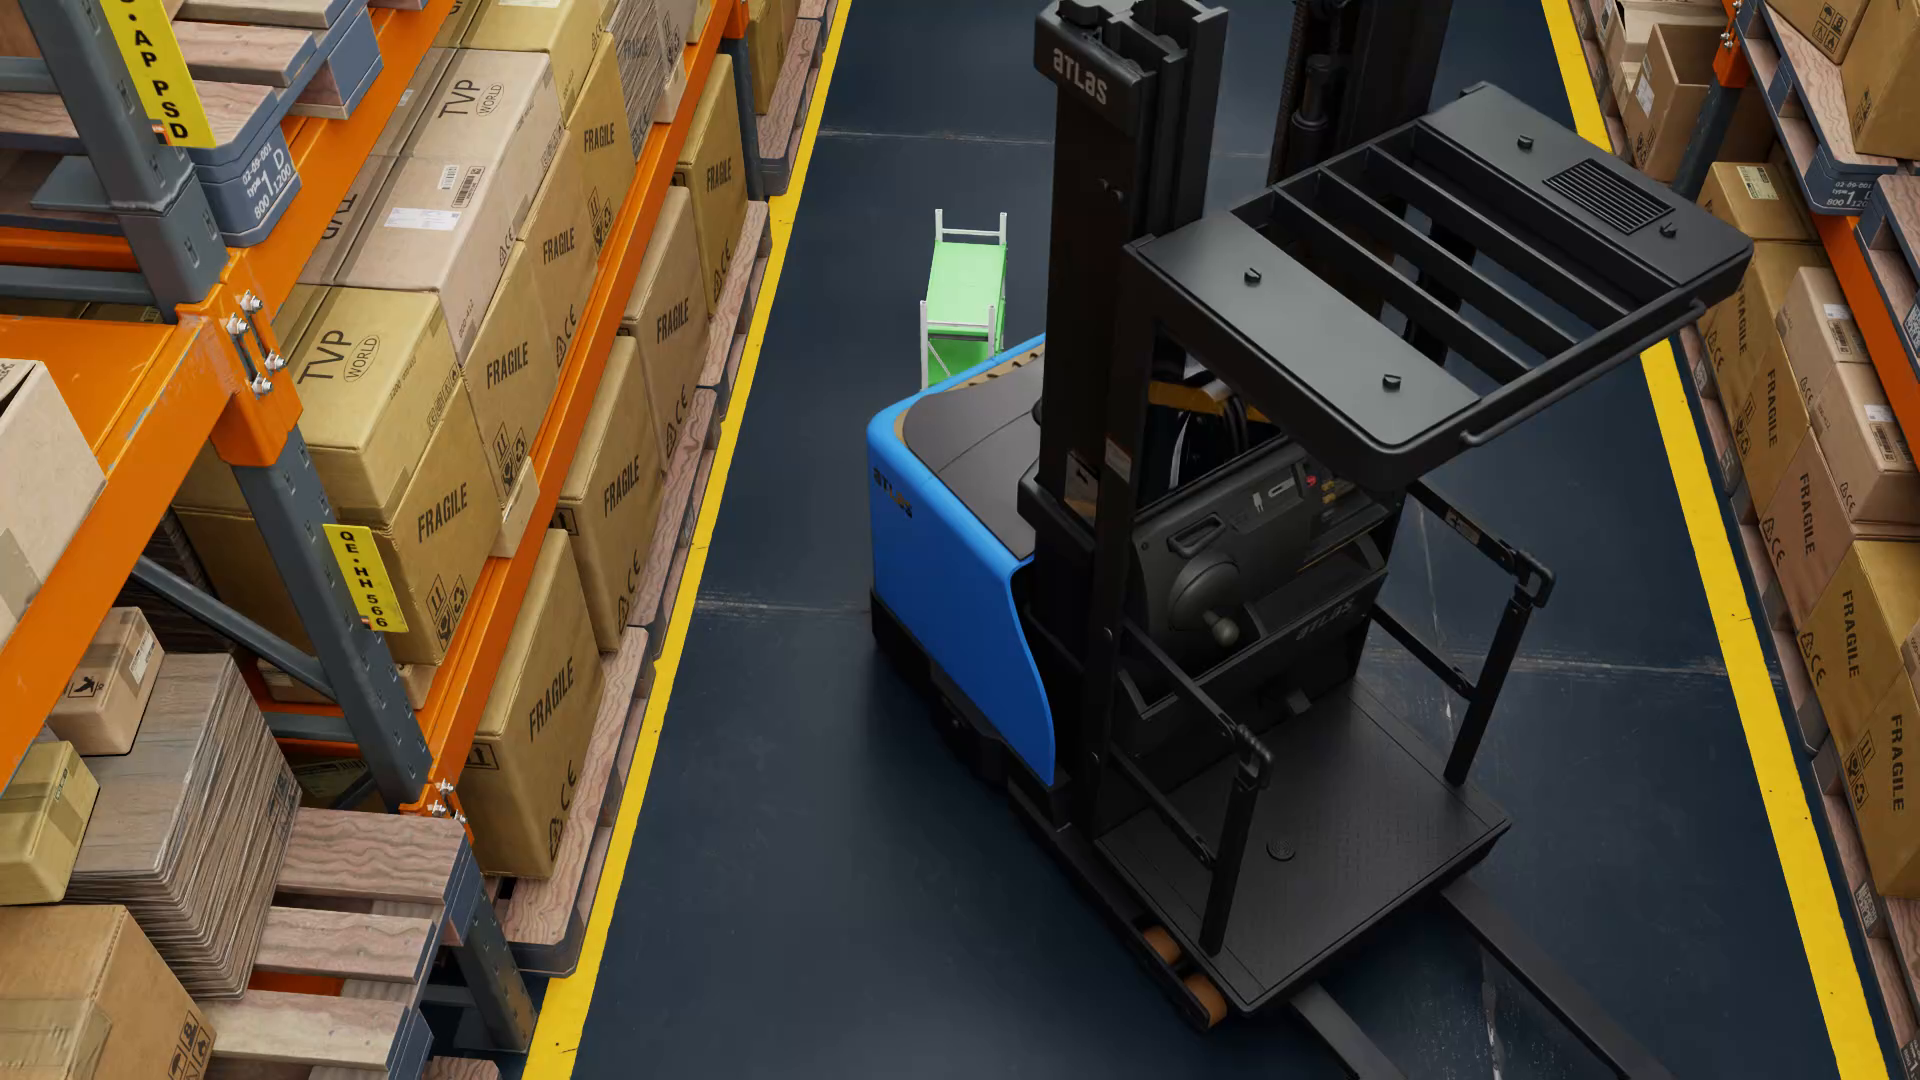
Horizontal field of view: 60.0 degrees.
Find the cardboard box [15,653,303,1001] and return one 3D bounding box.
[{"bbox_3d":[-1.794,0.581,3.320,0.700,0.500,0.500,-1,48,-1],"label":"cardboard box"}]

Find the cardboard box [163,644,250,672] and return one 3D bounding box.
[{"bbox_3d":[-1.986,0.238,4.156,0.380,0.149,0.250,5,48,4],"label":"cardboard box"}]

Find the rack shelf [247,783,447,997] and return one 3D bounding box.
[{"bbox_3d":[-1.943,2.129,2.757,1.077,0.370,4.000,4,48,4],"label":"rack shelf"}]

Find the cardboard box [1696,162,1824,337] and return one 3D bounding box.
[{"bbox_3d":[3.251,-1.158,6.672,0.500,0.500,0.500,2,48,2],"label":"cardboard box"}]

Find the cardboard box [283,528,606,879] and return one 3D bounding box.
[{"bbox_3d":[-1.563,0.469,4.961,0.750,0.750,0.750,3,48,3],"label":"cardboard box"}]

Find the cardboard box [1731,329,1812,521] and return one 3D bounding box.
[{"bbox_3d":[3.160,-0.399,5.978,0.500,0.500,0.500,4,48,4],"label":"cardboard box"}]

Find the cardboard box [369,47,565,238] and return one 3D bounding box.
[{"bbox_3d":[-1.373,-1.056,4.392,0.500,0.250,0.500,4,48,4],"label":"cardboard box"}]

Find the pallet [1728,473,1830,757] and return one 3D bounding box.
[{"bbox_3d":[3.392,0.248,5.880,1.003,0.211,1.213,4,48,4],"label":"pallet"}]

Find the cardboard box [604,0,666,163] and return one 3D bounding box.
[{"bbox_3d":[-1.278,-1.563,5.364,0.500,0.500,0.500,4,48,4],"label":"cardboard box"}]

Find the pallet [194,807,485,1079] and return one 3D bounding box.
[{"bbox_3d":[-1.719,1.012,3.421,1.213,0.211,1.003,4,48,4],"label":"pallet"}]

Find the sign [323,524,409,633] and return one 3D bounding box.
[{"bbox_3d":[-1.219,0.082,3.411,0.100,0.325,0.005,4,48,4],"label":"sign"}]

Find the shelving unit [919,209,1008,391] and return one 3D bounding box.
[{"bbox_3d":[0.015,-0.527,5.919,0.258,1.200,0.503,4,48,4],"label":"shelving unit"}]

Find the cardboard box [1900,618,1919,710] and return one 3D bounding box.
[{"bbox_3d":[3.025,0.444,4.698,0.500,0.250,0.500,6,48,5],"label":"cardboard box"}]

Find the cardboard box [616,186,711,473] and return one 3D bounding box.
[{"bbox_3d":[-1.404,-0.799,6.120,0.750,0.750,0.750,5,48,5],"label":"cardboard box"}]

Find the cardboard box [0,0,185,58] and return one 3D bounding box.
[{"bbox_3d":[-1.774,-1.131,2.853,0.700,0.500,0.500,1,48,0],"label":"cardboard box"}]

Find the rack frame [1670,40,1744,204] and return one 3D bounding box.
[{"bbox_3d":[3.537,-2.192,6.222,1.000,3.000,0.127,4,48,4],"label":"rack frame"}]

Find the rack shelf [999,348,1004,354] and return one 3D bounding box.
[{"bbox_3d":[0.015,-0.483,5.966,0.258,0.148,0.480,4,48,4],"label":"rack shelf"}]

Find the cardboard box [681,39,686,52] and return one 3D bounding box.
[{"bbox_3d":[-1.213,-1.803,6.023,0.380,0.149,0.250,5,48,5],"label":"cardboard box"}]

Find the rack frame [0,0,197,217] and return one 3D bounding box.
[{"bbox_3d":[-1.761,-1.608,1.622,1.000,3.000,0.127,4,48,4],"label":"rack frame"}]

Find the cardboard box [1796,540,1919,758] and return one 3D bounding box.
[{"bbox_3d":[3.072,0.359,5.285,0.500,0.500,0.500,2,48,2],"label":"cardboard box"}]

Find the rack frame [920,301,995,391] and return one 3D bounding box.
[{"bbox_3d":[-0.007,-0.347,5.755,0.240,1.200,0.015,4,48,4],"label":"rack frame"}]

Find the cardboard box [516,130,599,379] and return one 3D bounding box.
[{"bbox_3d":[-1.358,-0.813,4.678,0.500,0.500,0.500,4,48,3],"label":"cardboard box"}]

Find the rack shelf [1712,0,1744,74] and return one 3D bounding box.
[{"bbox_3d":[3.720,-3.419,7.832,1.077,0.370,4.000,4,48,4],"label":"rack shelf"}]

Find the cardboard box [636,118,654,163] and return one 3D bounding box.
[{"bbox_3d":[-1.267,-1.430,5.681,0.380,0.149,0.250,4,48,4],"label":"cardboard box"}]

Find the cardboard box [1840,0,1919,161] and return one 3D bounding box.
[{"bbox_3d":[3.272,-1.525,5.260,0.700,0.500,0.500,11,48,10],"label":"cardboard box"}]

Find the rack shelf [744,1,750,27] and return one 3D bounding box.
[{"bbox_3d":[-1.214,-3.749,8.134,1.077,0.370,4.000,4,48,4],"label":"rack shelf"}]

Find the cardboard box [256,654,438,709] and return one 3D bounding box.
[{"bbox_3d":[-1.500,0.268,4.128,0.380,0.149,0.250,3,48,3],"label":"cardboard box"}]

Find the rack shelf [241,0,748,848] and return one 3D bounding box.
[{"bbox_3d":[-1.578,-0.810,5.446,1.077,0.370,4.000,4,48,4],"label":"rack shelf"}]

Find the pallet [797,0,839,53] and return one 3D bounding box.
[{"bbox_3d":[-1.140,-3.034,8.882,1.003,0.211,1.213,4,48,4],"label":"pallet"}]

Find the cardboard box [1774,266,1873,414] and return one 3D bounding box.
[{"bbox_3d":[3.159,-0.676,5.723,0.500,0.250,0.500,4,48,4],"label":"cardboard box"}]

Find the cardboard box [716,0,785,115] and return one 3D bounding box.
[{"bbox_3d":[-1.226,-2.363,7.788,0.700,0.500,0.500,4,48,4],"label":"cardboard box"}]

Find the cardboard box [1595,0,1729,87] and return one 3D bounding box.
[{"bbox_3d":[3.375,-2.422,7.957,0.500,0.311,0.500,4,48,4],"label":"cardboard box"}]

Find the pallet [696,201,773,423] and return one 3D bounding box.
[{"bbox_3d":[-1.391,-1.009,7.030,1.003,0.211,1.213,4,48,4],"label":"pallet"}]

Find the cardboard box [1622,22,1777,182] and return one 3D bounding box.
[{"bbox_3d":[3.307,-1.935,7.383,0.500,0.500,0.500,4,48,4],"label":"cardboard box"}]

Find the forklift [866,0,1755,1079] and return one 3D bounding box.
[{"bbox_3d":[0.954,0.039,4.228,1.130,2.935,3.031,-28,53,-23],"label":"forklift"}]

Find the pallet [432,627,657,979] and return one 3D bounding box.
[{"bbox_3d":[-1.614,0.784,5.390,1.003,0.211,1.213,4,48,4],"label":"pallet"}]

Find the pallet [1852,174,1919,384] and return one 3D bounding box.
[{"bbox_3d":[3.345,-0.617,4.912,1.003,0.211,1.213,4,48,4],"label":"pallet"}]

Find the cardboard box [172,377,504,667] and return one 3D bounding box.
[{"bbox_3d":[-1.462,-0.064,3.993,0.500,0.500,0.500,5,48,5],"label":"cardboard box"}]

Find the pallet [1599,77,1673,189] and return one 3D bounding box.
[{"bbox_3d":[3.601,-1.756,7.713,1.003,0.211,1.213,4,48,4],"label":"pallet"}]

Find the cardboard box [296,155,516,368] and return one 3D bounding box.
[{"bbox_3d":[-1.414,-0.689,4.056,0.500,0.250,0.500,3,48,3],"label":"cardboard box"}]

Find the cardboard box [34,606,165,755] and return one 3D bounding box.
[{"bbox_3d":[-1.762,0.271,3.164,0.380,0.149,0.250,-2,48,-2],"label":"cardboard box"}]
